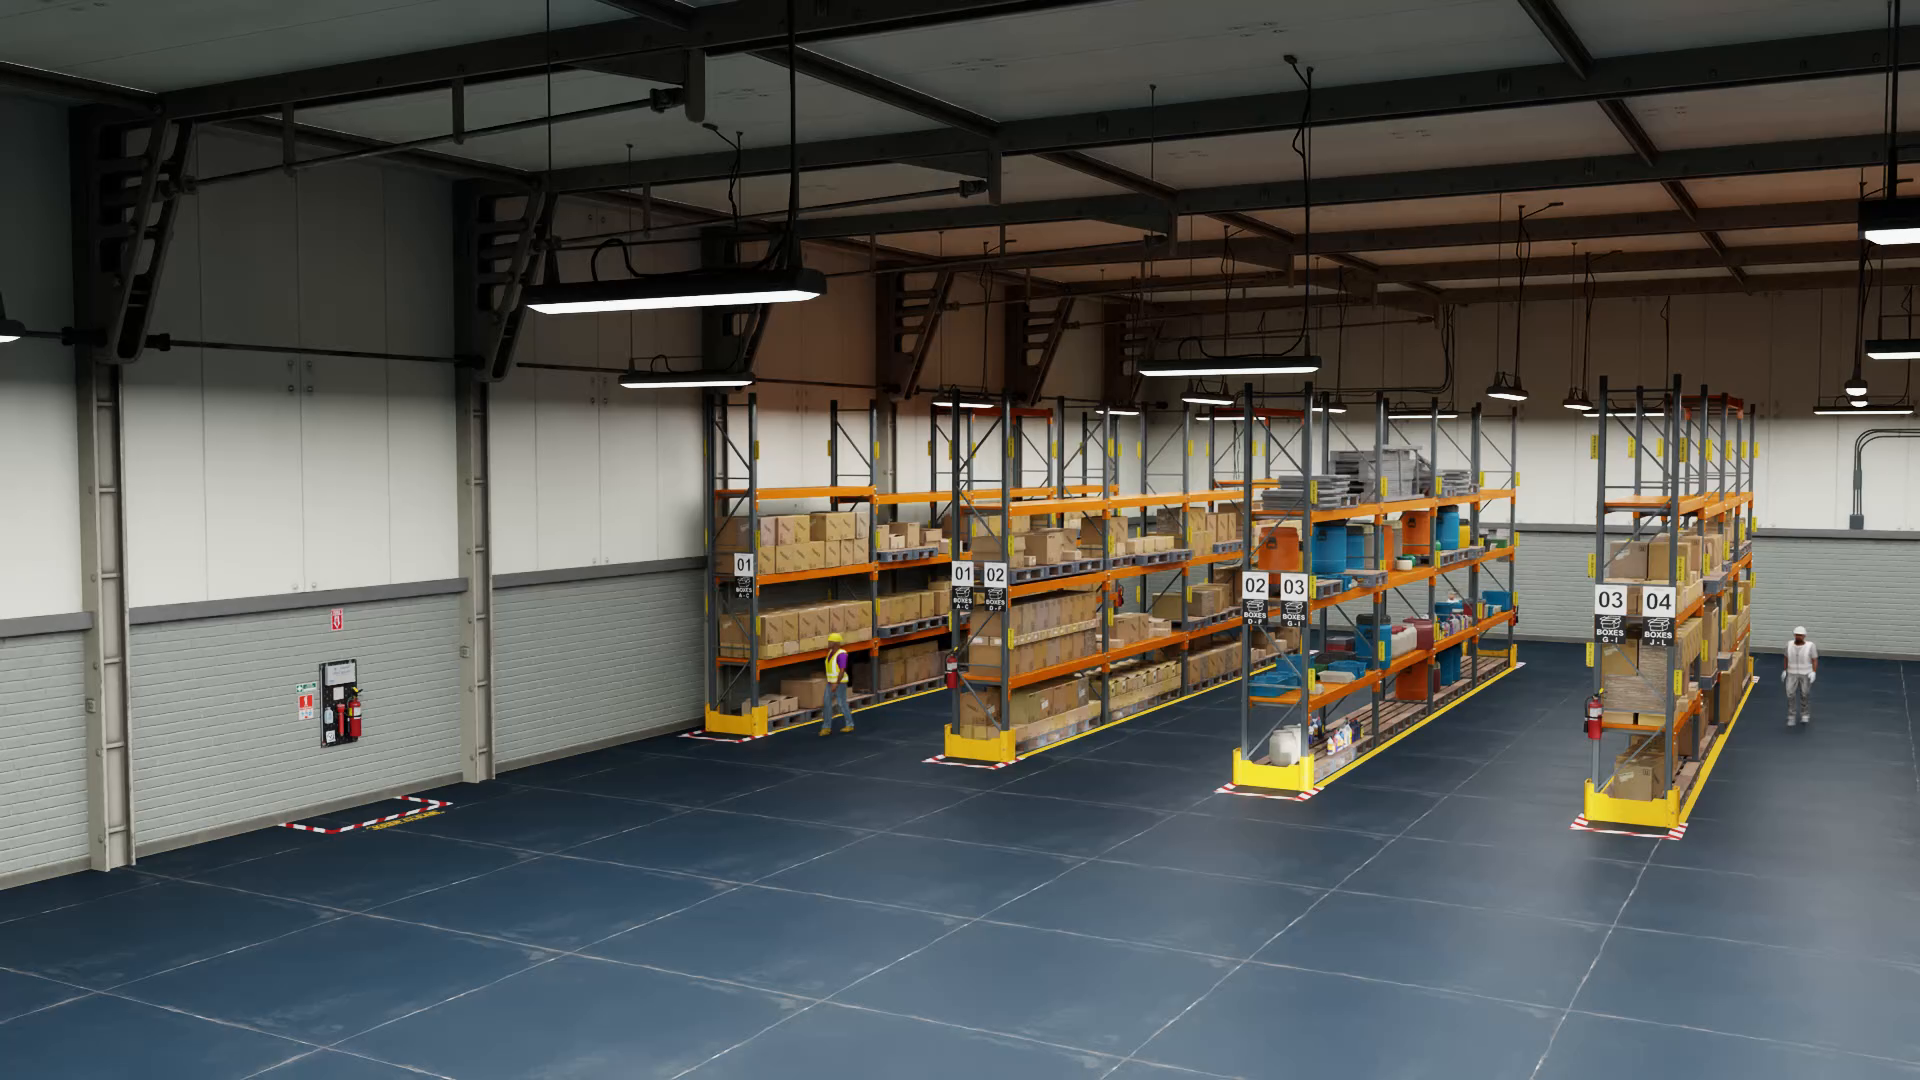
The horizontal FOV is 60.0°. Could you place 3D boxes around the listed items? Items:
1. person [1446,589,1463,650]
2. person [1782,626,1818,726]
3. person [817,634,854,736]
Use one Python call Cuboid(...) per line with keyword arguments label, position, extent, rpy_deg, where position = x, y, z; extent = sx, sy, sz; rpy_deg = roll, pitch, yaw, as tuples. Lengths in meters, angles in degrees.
Cuboid(label="person", position=(12.006, 1.982, 40.475), extent=(1.032, 1.624, 0.511), rpy_deg=(-2, 4, -34))
Cuboid(label="person", position=(15.328, 2.483, 30.374), extent=(0.623, 1.820, 0.583), rpy_deg=(3, 4, 40))
Cuboid(label="person", position=(-2.207, 2.560, 29.319), extent=(0.716, 1.821, 0.596), rpy_deg=(-2, 4, -38))
